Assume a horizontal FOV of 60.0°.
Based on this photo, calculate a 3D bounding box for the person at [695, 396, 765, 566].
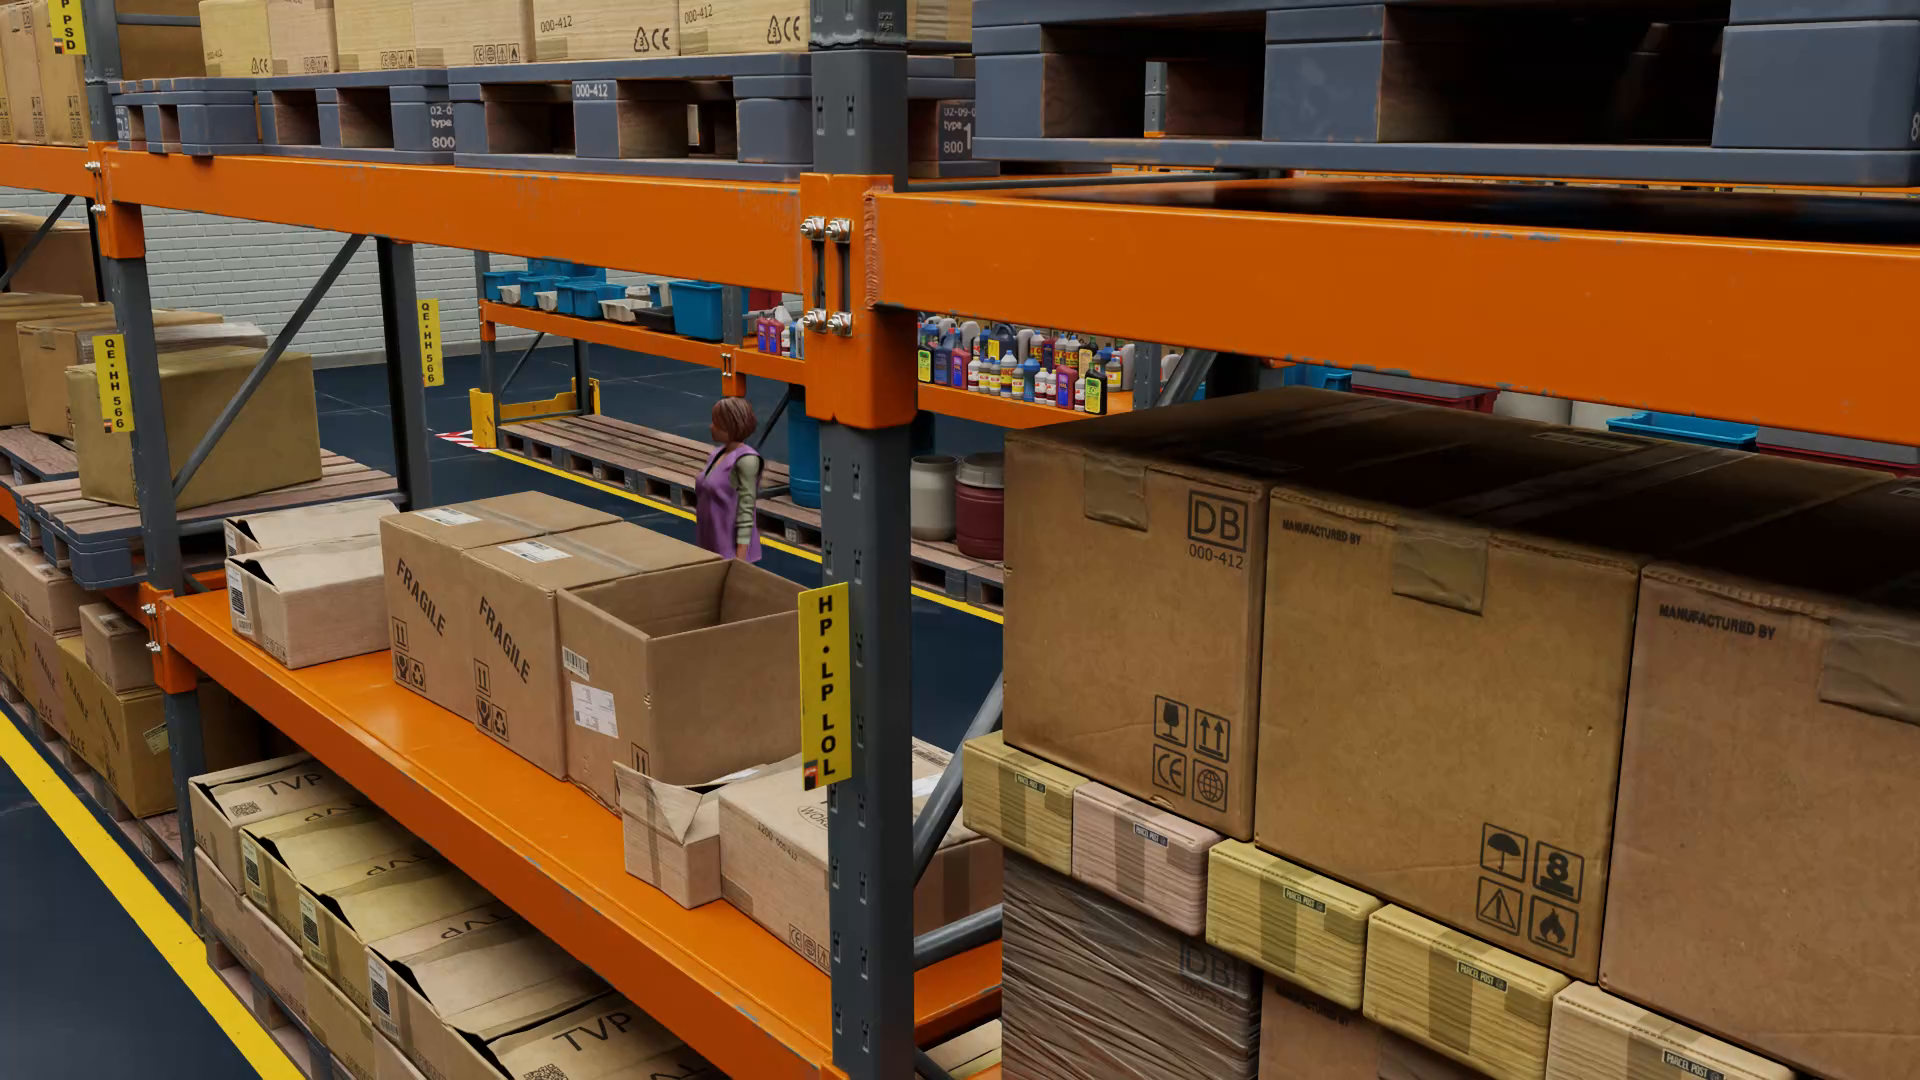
[{"bbox_3d":[-1.136,0.097,8.070,0.646,1.589,0.440,-9,17,-32],"label":"person"}]
